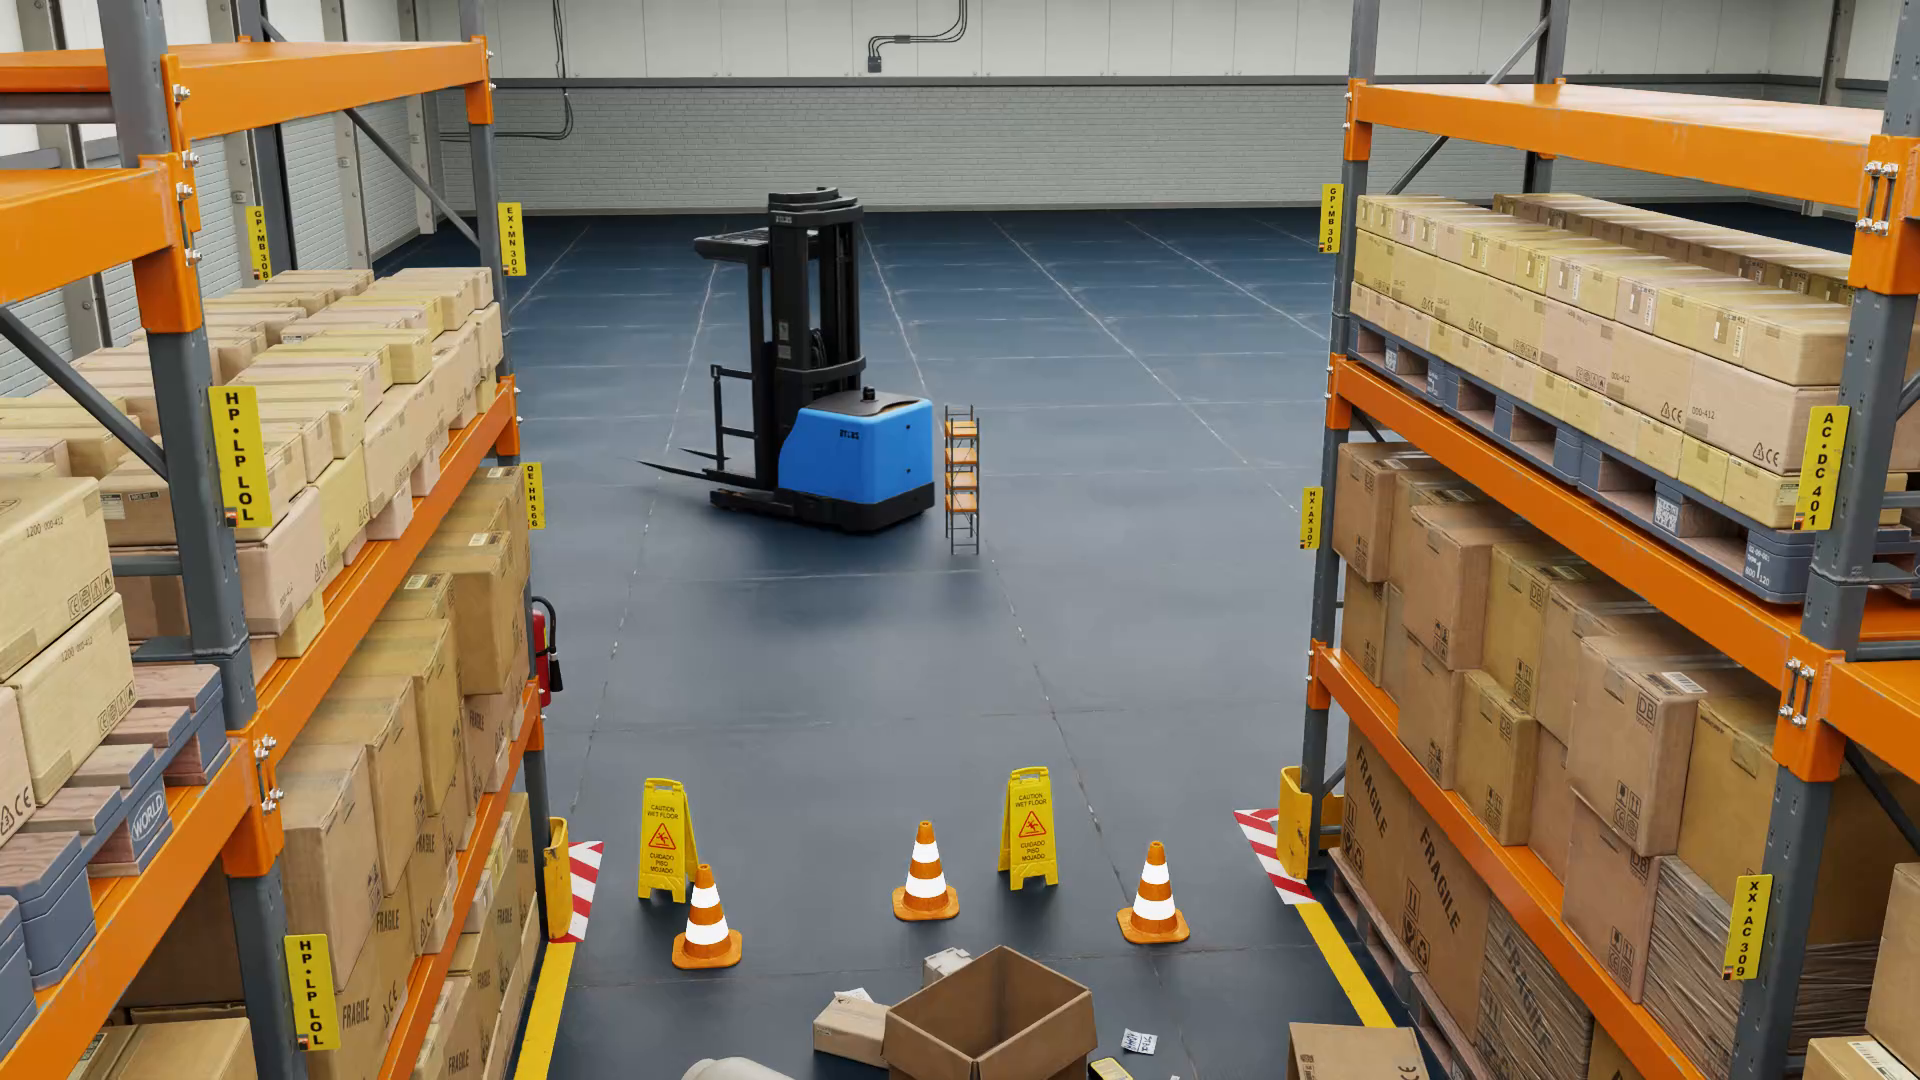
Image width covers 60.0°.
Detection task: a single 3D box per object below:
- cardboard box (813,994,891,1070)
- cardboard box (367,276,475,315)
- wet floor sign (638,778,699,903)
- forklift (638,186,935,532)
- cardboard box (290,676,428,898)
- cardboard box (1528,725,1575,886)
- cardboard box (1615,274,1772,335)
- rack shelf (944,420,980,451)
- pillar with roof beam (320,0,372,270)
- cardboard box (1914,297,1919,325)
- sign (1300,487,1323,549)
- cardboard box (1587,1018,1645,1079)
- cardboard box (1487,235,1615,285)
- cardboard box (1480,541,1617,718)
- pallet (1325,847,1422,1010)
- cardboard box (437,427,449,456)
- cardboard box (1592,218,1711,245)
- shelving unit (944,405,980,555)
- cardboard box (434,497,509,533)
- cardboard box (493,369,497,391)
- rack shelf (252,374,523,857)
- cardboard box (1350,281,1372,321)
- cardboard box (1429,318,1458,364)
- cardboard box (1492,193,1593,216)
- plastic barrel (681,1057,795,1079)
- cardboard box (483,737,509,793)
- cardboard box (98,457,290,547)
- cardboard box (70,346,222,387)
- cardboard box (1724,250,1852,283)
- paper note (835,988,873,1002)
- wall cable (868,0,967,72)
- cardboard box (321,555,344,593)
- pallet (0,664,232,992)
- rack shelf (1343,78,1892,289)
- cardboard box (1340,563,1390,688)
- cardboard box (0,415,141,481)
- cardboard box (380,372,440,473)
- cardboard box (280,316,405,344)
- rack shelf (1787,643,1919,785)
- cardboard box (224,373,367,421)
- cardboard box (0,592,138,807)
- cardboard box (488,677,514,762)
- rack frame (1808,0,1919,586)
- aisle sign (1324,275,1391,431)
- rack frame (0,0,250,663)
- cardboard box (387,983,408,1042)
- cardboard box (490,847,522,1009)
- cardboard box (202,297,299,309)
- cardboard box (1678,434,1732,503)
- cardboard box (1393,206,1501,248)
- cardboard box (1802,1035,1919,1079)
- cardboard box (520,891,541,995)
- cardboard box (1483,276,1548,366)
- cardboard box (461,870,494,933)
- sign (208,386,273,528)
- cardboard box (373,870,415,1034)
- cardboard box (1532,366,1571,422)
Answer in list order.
[{"bbox_3d":[-0.432,2.196,7.435,0.380,0.149,0.250,8,19,23],"label":"cardboard box"},{"bbox_3d":[-2.259,-1.015,6.981,0.380,0.149,0.250,-1,17,-5],"label":"cardboard box"},{"bbox_3d":[-1.532,1.541,8.691,0.267,0.644,0.232,4,18,13],"label":"wet floor sign"},{"bbox_3d":[-1.739,-1.788,15.480,3.031,2.935,1.130,12,21,33],"label":"forklift"},{"bbox_3d":[-2.024,0.742,4.973,0.700,0.500,0.500,-2,18,-5],"label":"cardboard box"},{"bbox_3d":[2.682,1.007,6.210,0.875,0.550,0.550,-2,18,-6],"label":"cardboard box"},{"bbox_3d":[2.318,-0.747,5.262,0.380,0.149,0.250,-1,17,-5],"label":"cardboard box"},{"bbox_3d":[0.017,-0.898,14.223,0.258,0.148,0.480,-2,18,-6],"label":"rack shelf"},{"bbox_3d":[-6.531,-9.248,29.112,9.100,9.000,0.400,-2,18,-6],"label":"pillar with roof beam"},{"bbox_3d":[3.022,-0.619,4.852,0.380,0.149,0.250,-2,18,-6],"label":"cardboard box"},{"bbox_3d":[1.784,-0.111,8.445,0.100,0.325,0.005,-2,18,-6],"label":"sign"},{"bbox_3d":[2.754,2.140,5.699,0.875,0.875,0.875,-2,17,-5],"label":"cardboard box"},{"bbox_3d":[2.211,-1.051,6.230,0.380,0.149,0.250,-2,17,-5],"label":"cardboard box"},{"bbox_3d":[2.592,0.335,6.548,0.875,0.550,0.500,-2,18,-6],"label":"cardboard box"},{"bbox_3d":[2.497,1.891,8.302,1.003,0.211,1.213,-2,18,-6],"label":"pallet"},{"bbox_3d":[-2.177,-0.402,6.363,0.380,0.149,0.250,-2,18,-6],"label":"cardboard box"},{"bbox_3d":[2.813,-1.223,6.778,0.380,0.149,0.250,-2,18,-5],"label":"cardboard box"},{"bbox_3d":[0.017,-0.523,14.340,0.258,1.200,0.503,-2,18,-6],"label":"shelving unit"},{"bbox_3d":[-2.262,0.137,6.899,0.700,0.500,0.500,-2,18,-5],"label":"cardboard box"},{"bbox_3d":[-2.261,-0.706,7.330,0.380,0.149,0.250,-2,18,-5],"label":"cardboard box"},{"bbox_3d":[-2.370,0.015,5.813,1.077,0.370,4.000,-2,18,-6],"label":"rack shelf"},{"bbox_3d":[2.053,-1.123,7.789,0.380,0.149,0.250,-2,18,-5],"label":"cardboard box"},{"bbox_3d":[2.158,-0.822,6.831,0.380,0.149,0.250,-2,18,-5],"label":"cardboard box"},{"bbox_3d":[2.709,-1.525,7.741,0.380,0.149,0.250,-2,18,-5],"label":"cardboard box"},{"bbox_3d":[-0.857,2.305,6.628,0.512,0.421,0.421,11,21,32],"label":"plastic barrel"},{"bbox_3d":[-2.127,0.957,7.040,0.380,0.149,0.250,-1,17,-5],"label":"cardboard box"},{"bbox_3d":[-1.872,-0.096,4.057,0.380,0.149,0.250,-2,18,-7],"label":"cardboard box"},{"bbox_3d":[-2.669,-0.539,5.467,0.380,0.149,0.250,-2,17,-5],"label":"cardboard box"},{"bbox_3d":[2.917,-0.922,5.817,0.380,0.149,0.250,-2,18,-6],"label":"cardboard box"},{"bbox_3d":[-0.499,2.144,7.796,0.148,0.019,0.142,-8,19,-25],"label":"paper note"},{"bbox_3d":[-0.976,-13.733,37.718,2.305,6.003,0.169,-2,18,-6],"label":"wall cable"},{"bbox_3d":[-2.045,0.062,4.885,0.380,0.149,0.250,-1,17,-4],"label":"cardboard box"},{"bbox_3d":[-2.206,0.545,3.239,1.213,0.211,1.003,-2,18,-6],"label":"pallet"},{"bbox_3d":[2.543,-1.408,6.007,1.077,0.370,4.000,-2,18,-6],"label":"rack shelf"},{"bbox_3d":[2.420,0.362,8.266,0.875,0.550,0.550,-2,18,-6],"label":"cardboard box"},{"bbox_3d":[-2.455,-0.236,4.500,0.380,0.149,0.250,-1,17,-4],"label":"cardboard box"},{"bbox_3d":[-2.092,-0.395,5.674,0.500,0.250,0.500,-2,18,-5],"label":"cardboard box"},{"bbox_3d":[-2.221,-0.710,6.011,0.380,0.149,0.250,-2,18,-7],"label":"cardboard box"},{"bbox_3d":[2.956,1.024,2.600,1.077,0.370,4.000,-2,18,-6],"label":"rack shelf"},{"bbox_3d":[-2.022,-0.403,5.035,0.380,0.149,0.250,-2,18,-7],"label":"cardboard box"},{"bbox_3d":[-1.959,0.309,3.227,0.500,0.250,0.500,-2,18,-7],"label":"cardboard box"},{"bbox_3d":[-2.199,0.620,7.030,0.500,0.500,0.500,-2,18,-6],"label":"cardboard box"},{"bbox_3d":[2.749,-1.346,3.941,1.000,3.000,0.127,-2,18,-6],"label":"rack frame"},{"bbox_3d":[2.031,-0.928,8.284,0.394,0.787,0.004,-2,18,-6],"label":"aisle sign"},{"bbox_3d":[-2.164,-1.163,3.358,1.000,3.000,0.127,-2,18,-6],"label":"rack frame"},{"bbox_3d":[-2.003,1.489,5.347,0.380,0.149,0.250,-1,17,-4],"label":"cardboard box"},{"bbox_3d":[-2.177,1.647,7.060,0.500,0.500,0.500,-1,17,-4],"label":"cardboard box"},{"bbox_3d":[-2.785,-0.844,6.438,0.380,0.149,0.250,-2,18,-6],"label":"cardboard box"},{"bbox_3d":[2.368,-0.217,4.904,0.380,0.149,0.250,-1,17,-5],"label":"cardboard box"},{"bbox_3d":[2.106,-1.355,7.198,0.380,0.149,0.250,-2,18,-6],"label":"cardboard box"},{"bbox_3d":[2.536,1.633,4.299,0.500,0.500,0.500,-2,17,-5],"label":"cardboard box"},{"bbox_3d":[-2.223,1.859,7.638,0.500,0.250,0.500,-2,18,-6],"label":"cardboard box"},{"bbox_3d":[2.288,-0.822,6.167,0.500,0.250,0.500,-2,18,-6],"label":"cardboard box"},{"bbox_3d":[-2.081,1.443,6.627,0.380,0.149,0.250,-1,17,-3],"label":"cardboard box"},{"bbox_3d":[-1.612,-0.185,3.729,0.100,0.325,0.005,-2,18,-6],"label":"sign"},{"bbox_3d":[-2.007,1.221,5.116,0.500,0.500,0.500,-2,18,-6],"label":"cardboard box"},{"bbox_3d":[2.261,-0.521,5.873,0.380,0.149,0.250,-2,18,-6],"label":"cardboard box"}]
